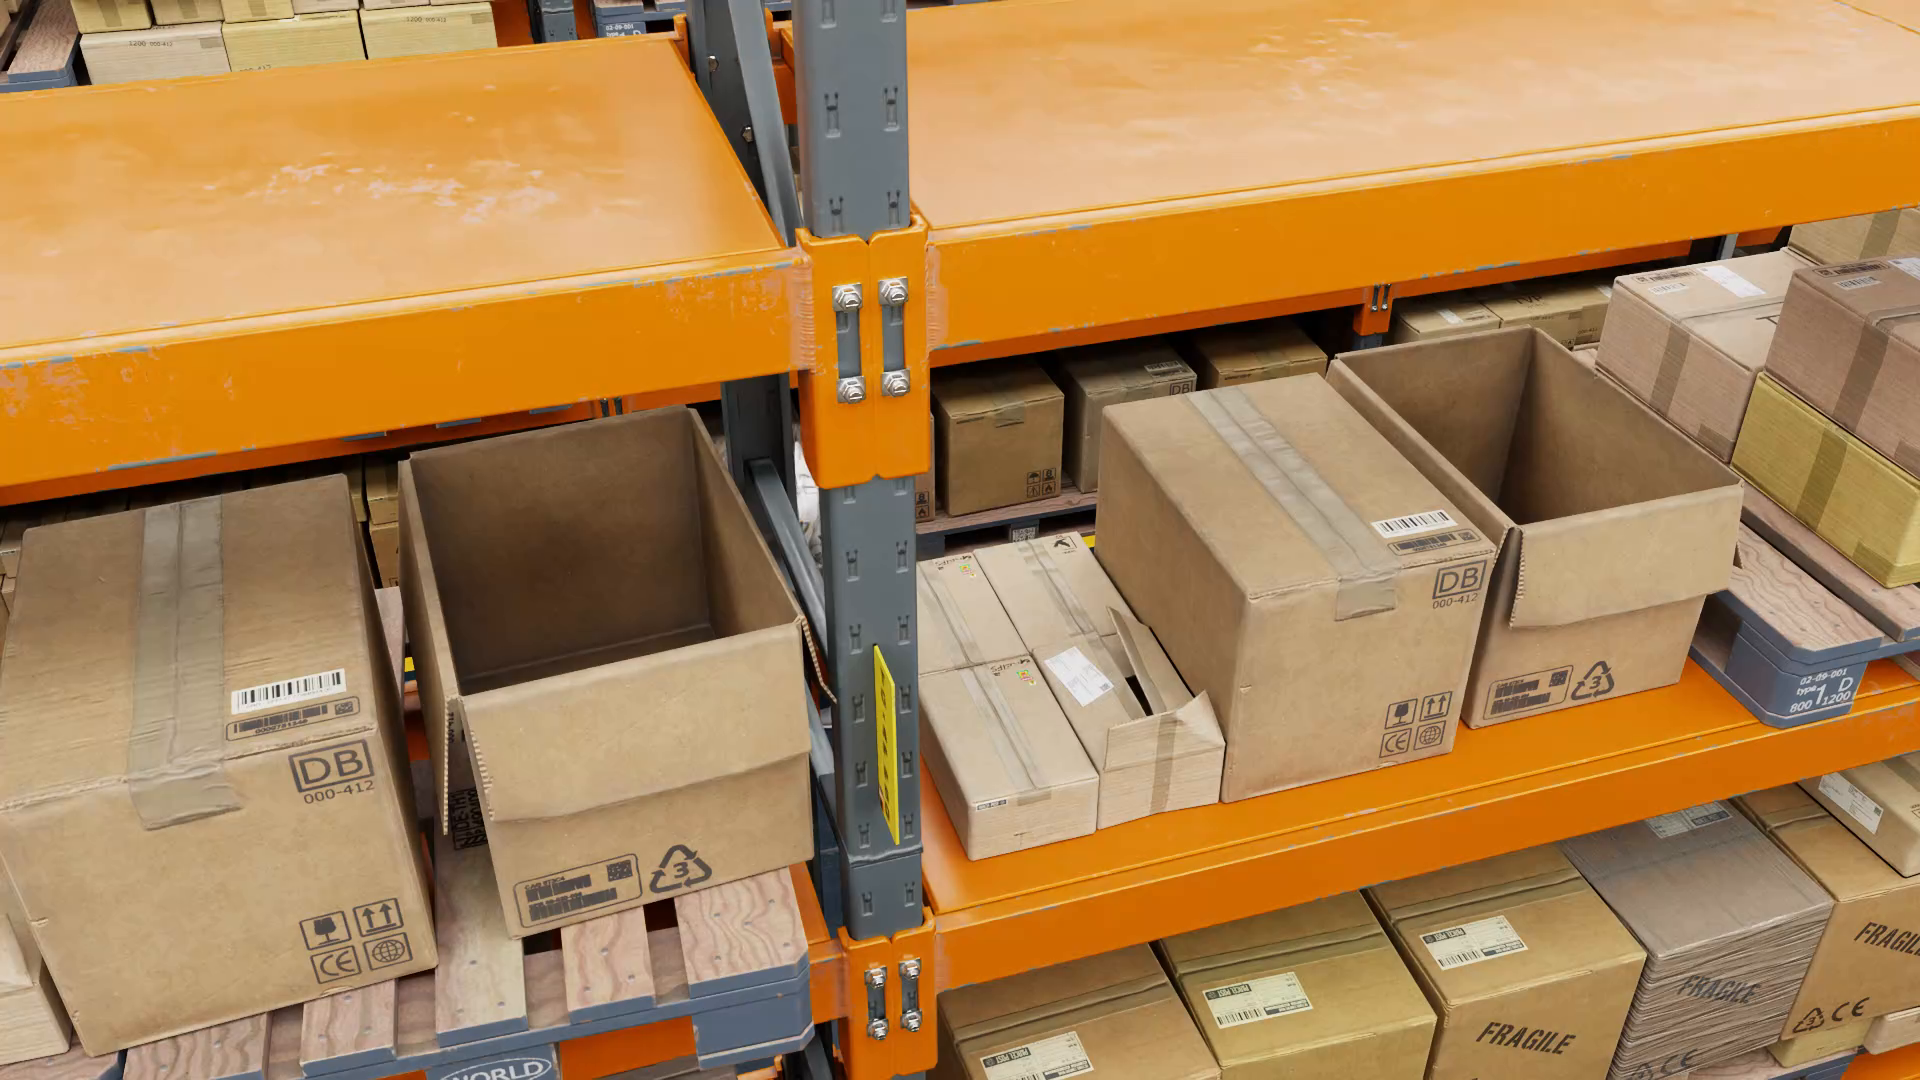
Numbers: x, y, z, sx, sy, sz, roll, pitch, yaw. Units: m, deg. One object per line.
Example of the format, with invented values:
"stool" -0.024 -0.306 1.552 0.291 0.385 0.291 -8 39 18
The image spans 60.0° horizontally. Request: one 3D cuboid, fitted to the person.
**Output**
"person" -0.673 0.114 7.339 0.652 1.595 0.452 -11 36 -15
